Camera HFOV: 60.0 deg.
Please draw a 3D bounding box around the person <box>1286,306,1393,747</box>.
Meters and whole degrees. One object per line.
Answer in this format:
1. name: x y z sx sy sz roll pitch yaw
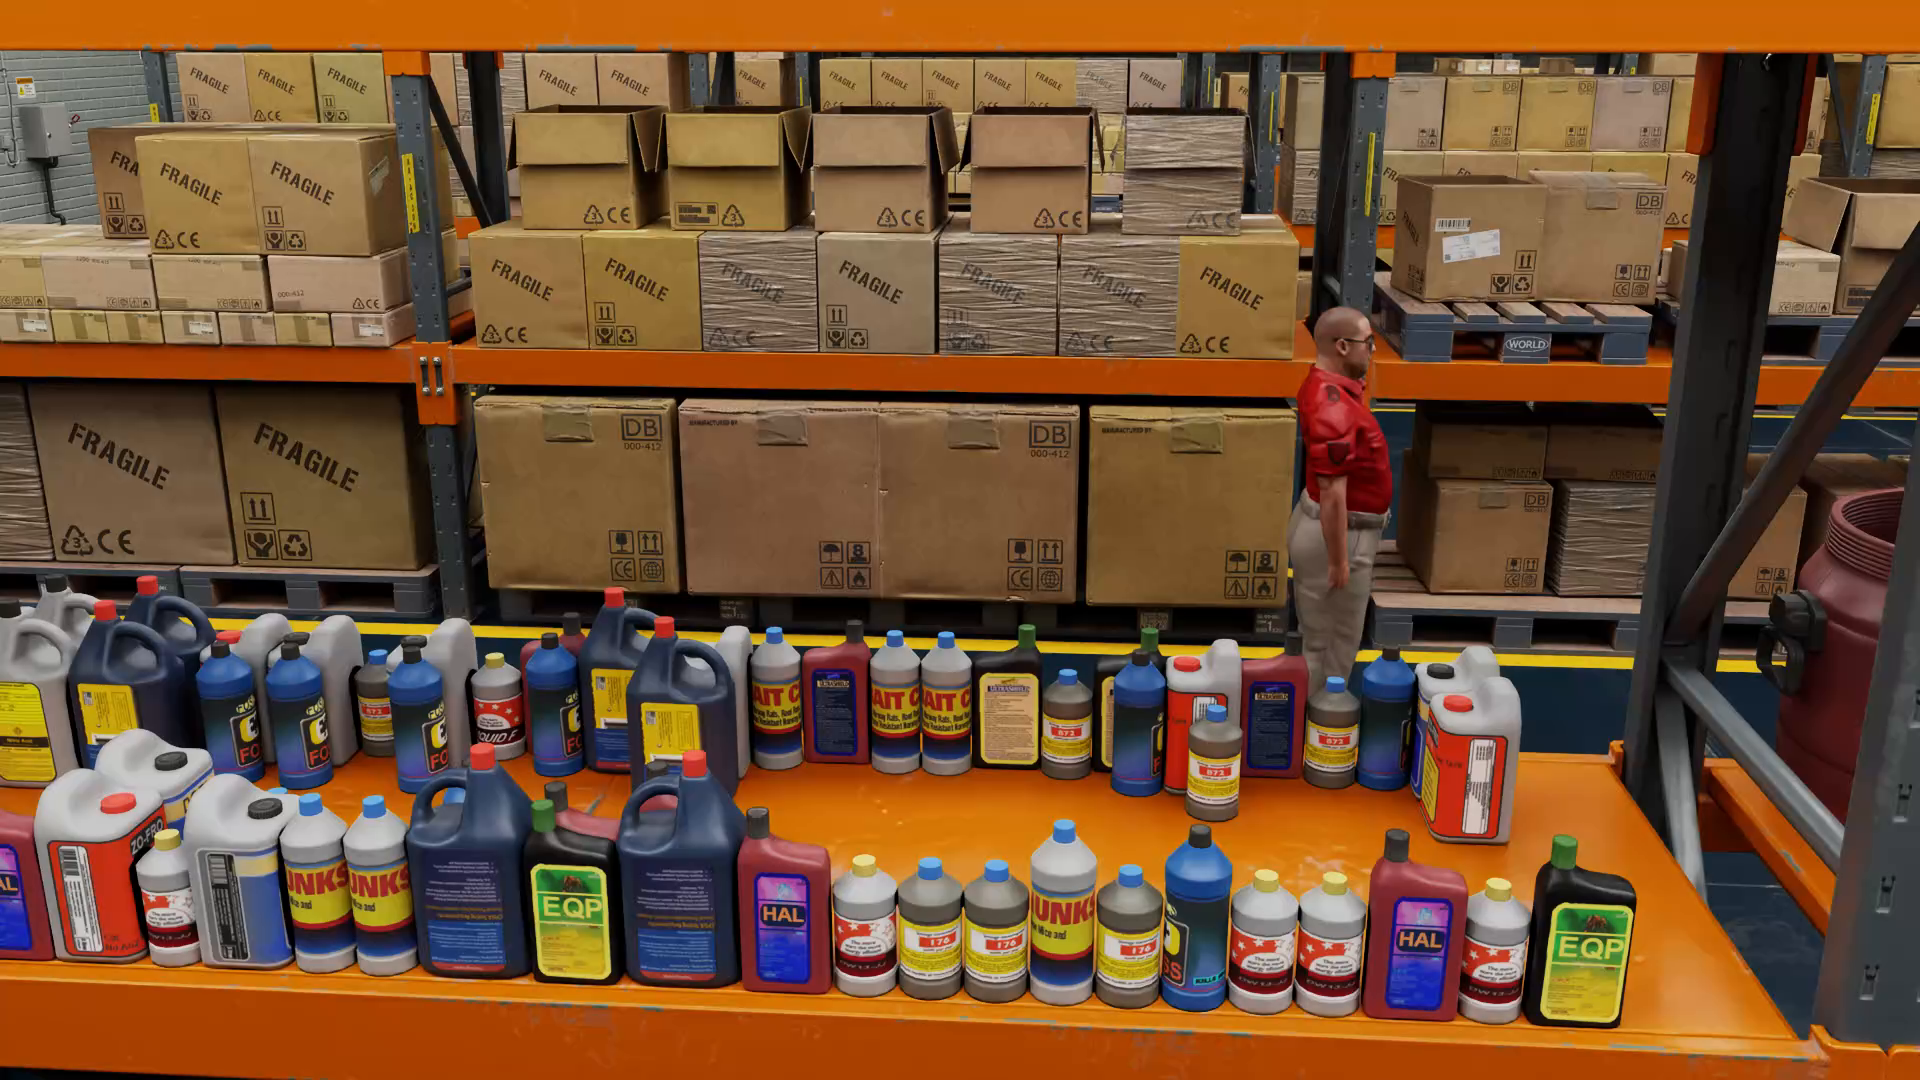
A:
1. person: 1.371 0.020 6.008 0.370 1.730 0.529 2 17 5
